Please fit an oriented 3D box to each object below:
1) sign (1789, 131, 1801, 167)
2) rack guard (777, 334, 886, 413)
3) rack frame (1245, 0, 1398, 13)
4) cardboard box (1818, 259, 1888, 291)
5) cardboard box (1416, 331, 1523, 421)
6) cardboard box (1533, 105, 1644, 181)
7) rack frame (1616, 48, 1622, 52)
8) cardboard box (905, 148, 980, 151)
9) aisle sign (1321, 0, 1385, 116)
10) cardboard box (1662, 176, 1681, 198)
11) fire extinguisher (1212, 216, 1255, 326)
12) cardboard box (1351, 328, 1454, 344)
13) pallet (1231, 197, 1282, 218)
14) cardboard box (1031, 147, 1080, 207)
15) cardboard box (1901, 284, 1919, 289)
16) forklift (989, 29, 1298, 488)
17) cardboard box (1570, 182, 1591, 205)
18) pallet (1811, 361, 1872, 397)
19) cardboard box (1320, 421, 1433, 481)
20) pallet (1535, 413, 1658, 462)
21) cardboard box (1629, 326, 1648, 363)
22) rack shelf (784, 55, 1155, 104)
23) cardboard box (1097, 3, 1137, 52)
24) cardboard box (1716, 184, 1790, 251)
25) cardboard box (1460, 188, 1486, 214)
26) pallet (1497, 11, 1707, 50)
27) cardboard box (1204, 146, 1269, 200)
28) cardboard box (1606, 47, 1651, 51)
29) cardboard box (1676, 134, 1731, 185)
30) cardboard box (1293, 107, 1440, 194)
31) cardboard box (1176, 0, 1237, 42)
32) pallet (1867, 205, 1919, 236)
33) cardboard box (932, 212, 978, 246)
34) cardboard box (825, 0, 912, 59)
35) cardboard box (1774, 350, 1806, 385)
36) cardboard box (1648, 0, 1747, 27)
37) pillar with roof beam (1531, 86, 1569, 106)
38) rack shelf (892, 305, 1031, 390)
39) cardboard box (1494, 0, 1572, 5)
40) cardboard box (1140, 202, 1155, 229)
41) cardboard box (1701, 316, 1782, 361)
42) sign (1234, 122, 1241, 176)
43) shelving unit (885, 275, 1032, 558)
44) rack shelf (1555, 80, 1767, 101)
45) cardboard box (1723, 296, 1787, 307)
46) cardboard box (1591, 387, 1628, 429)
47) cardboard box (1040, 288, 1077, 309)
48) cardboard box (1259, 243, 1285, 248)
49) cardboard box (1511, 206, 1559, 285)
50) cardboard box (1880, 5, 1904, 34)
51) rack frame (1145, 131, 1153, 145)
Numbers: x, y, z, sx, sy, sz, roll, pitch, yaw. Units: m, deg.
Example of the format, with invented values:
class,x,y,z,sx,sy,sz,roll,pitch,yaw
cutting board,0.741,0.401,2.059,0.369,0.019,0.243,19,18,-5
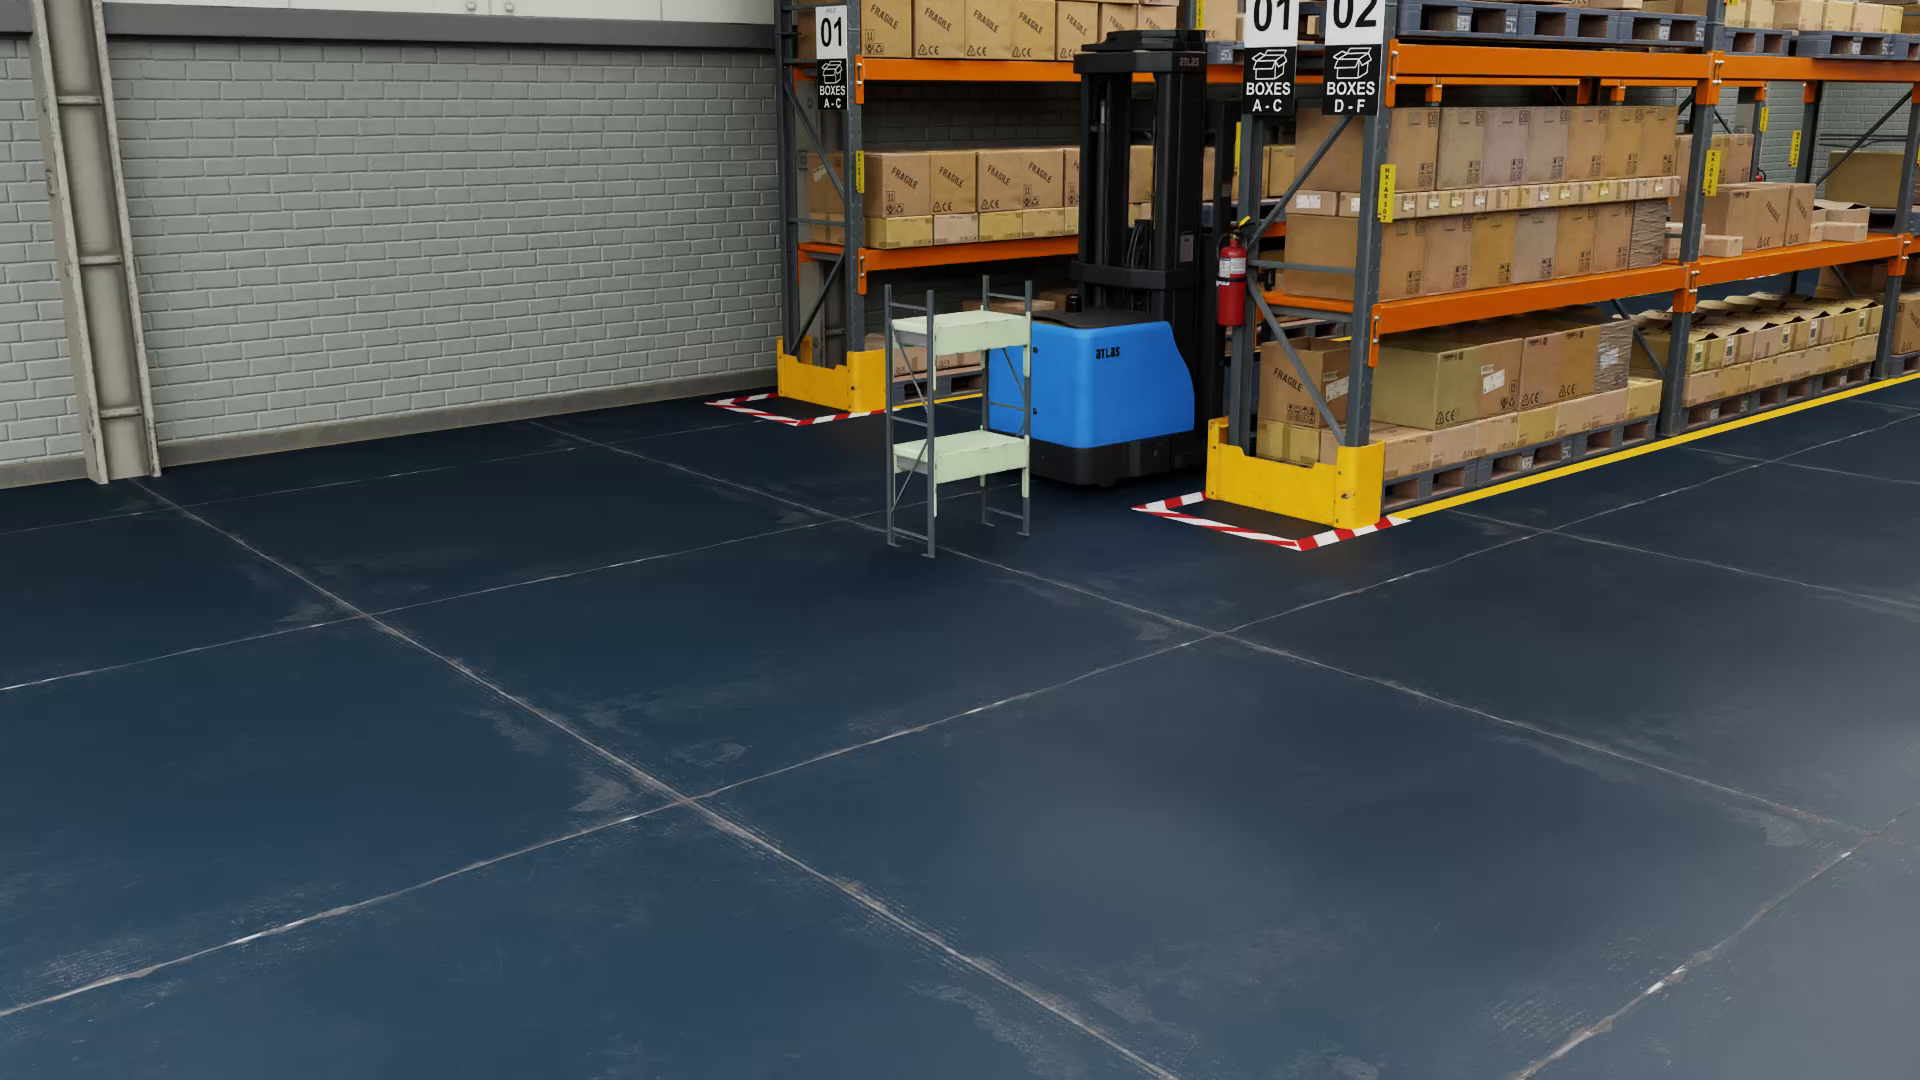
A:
class,x,y,z,sx,sy,sz,roll,pitch,yaw
sign,7.772,-3.632,15.446,0.005,0.325,0.100,-13,19,-39
rack guard,-1.097,-1.421,14.101,0.348,0.500,1.175,-13,19,-39
rack frame,2.100,-4.550,9.348,0.127,3.000,1.000,-13,19,-39
cardboard box,8.727,-2.589,16.168,0.500,0.250,0.500,-12,19,-37
cardboard box,3.396,-1.109,11.149,0.500,0.500,0.500,-13,19,-39
cardboard box,4.407,-2.843,11.871,0.500,0.500,0.700,-13,20,-39
rack frame,7.898,-7.547,20.567,0.127,3.000,1.000,-13,19,-39
cardboard box,-0.165,-3.208,14.747,0.500,0.500,0.500,-13,20,-41
aisle sign,2.252,-2.837,9.522,0.004,0.787,0.394,-13,19,-39
cardboard box,5.053,-2.604,12.234,0.250,0.149,0.380,-13,20,-39
fire extinguisher,1.706,-1.685,10.396,0.183,0.674,0.296,-13,19,-39
cardboard box,3.054,-1.210,11.528,0.500,0.500,0.500,-13,19,-39
pallet,3.414,-3.535,17.544,1.213,0.211,1.003,-13,19,-39
cardboard box,0.950,-3.284,15.030,0.500,0.500,0.500,-13,20,-41
cardboard box,9.439,-2.207,16.193,0.500,0.500,0.500,-13,20,-40
forklift,1.627,-2.043,11.721,3.031,2.935,1.130,-12,19,-38
cardboard box,4.095,-2.389,11.430,0.250,0.149,0.380,-12,19,-38
pallet,7.489,-1.528,15.062,1.213,0.211,1.003,-13,19,-39
cardboard box,2.651,-0.574,10.601,0.500,0.250,0.500,-13,19,-39
pallet,4.491,-0.856,12.545,1.213,0.211,1.003,-13,19,-39
cardboard box,5.235,-1.599,13.353,0.500,0.311,0.500,-13,19,-39
rack shelf,0.355,-4.056,14.705,4.000,0.370,1.077,-13,19,-39
cardboard box,1.255,-4.584,15.053,0.500,0.500,0.500,14,20,42
cardboard box,6.483,-2.679,13.773,0.500,0.500,0.500,-13,19,-39
cardboard box,3.116,-2.168,10.603,0.250,0.149,0.380,-13,20,-40
pallet,4.491,-3.587,11.724,1.213,0.211,1.003,-13,19,-39
cardboard box,2.696,-3.727,16.845,0.500,0.500,0.700,-10,18,-34
cardboard box,8.593,-6.342,21.152,0.500,0.250,0.500,-13,20,-40
cardboard box,9.996,-5.257,23.039,0.700,0.700,0.980,-13,20,-40
cardboard box,2.501,-2.413,10.262,0.500,0.500,0.700,-13,19,-39
cardboard box,2.328,-5.071,16.101,0.500,0.500,0.500,-9,18,-32
pallet,8.601,-3.043,15.702,1.003,0.211,1.213,-13,19,-39
cardboard box,-0.195,-2.665,14.165,0.500,0.250,0.500,-13,20,-41
cardboard box,-0.738,-4.131,13.358,0.500,0.500,0.500,-12,19,-38
cardboard box,6.745,-1.485,14.011,0.500,0.250,0.500,-12,19,-38
cardboard box,5.589,-4.012,12.621,0.500,0.250,0.500,-10,18,-34
pillar with roof beam,10.685,-6.996,18.503,0.400,9.000,9.100,-13,19,-39
rack shelf,-0.005,-1.100,9.451,0.720,0.370,0.431,-13,19,-39
cardboard box,3.533,-3.648,10.504,0.500,0.500,0.500,-13,19,-39
cardboard box,1.705,-3.091,15.763,0.500,0.250,0.500,-13,19,-39
cardboard box,6.364,-1.668,13.611,0.500,0.311,0.500,-14,20,-41
sign,1.755,-2.434,10.347,0.005,0.325,0.100,-13,19,-39
shelving unit,-0.005,-0.723,9.552,0.755,1.500,0.431,-13,19,-39
rack shelf,9.407,-6.089,22.315,4.000,0.370,1.077,-13,19,-39
cardboard box,7.157,-2.031,14.967,0.500,0.311,0.500,-13,20,-41
cardboard box,4.528,-1.000,12.197,0.500,0.250,0.500,-13,19,-39
cardboard box,1.107,-2.115,15.846,0.500,0.500,0.500,14,21,43
cardboard box,3.516,-3.034,17.833,0.500,0.250,0.500,-13,20,-40
cardboard box,3.627,-2.040,11.380,0.500,0.500,0.700,-12,19,-38
cardboard box,7.830,-4.499,14.445,0.500,0.250,0.500,14,21,43
rack frame,1.863,-3.293,16.267,0.127,3.000,1.000,-13,19,-39
